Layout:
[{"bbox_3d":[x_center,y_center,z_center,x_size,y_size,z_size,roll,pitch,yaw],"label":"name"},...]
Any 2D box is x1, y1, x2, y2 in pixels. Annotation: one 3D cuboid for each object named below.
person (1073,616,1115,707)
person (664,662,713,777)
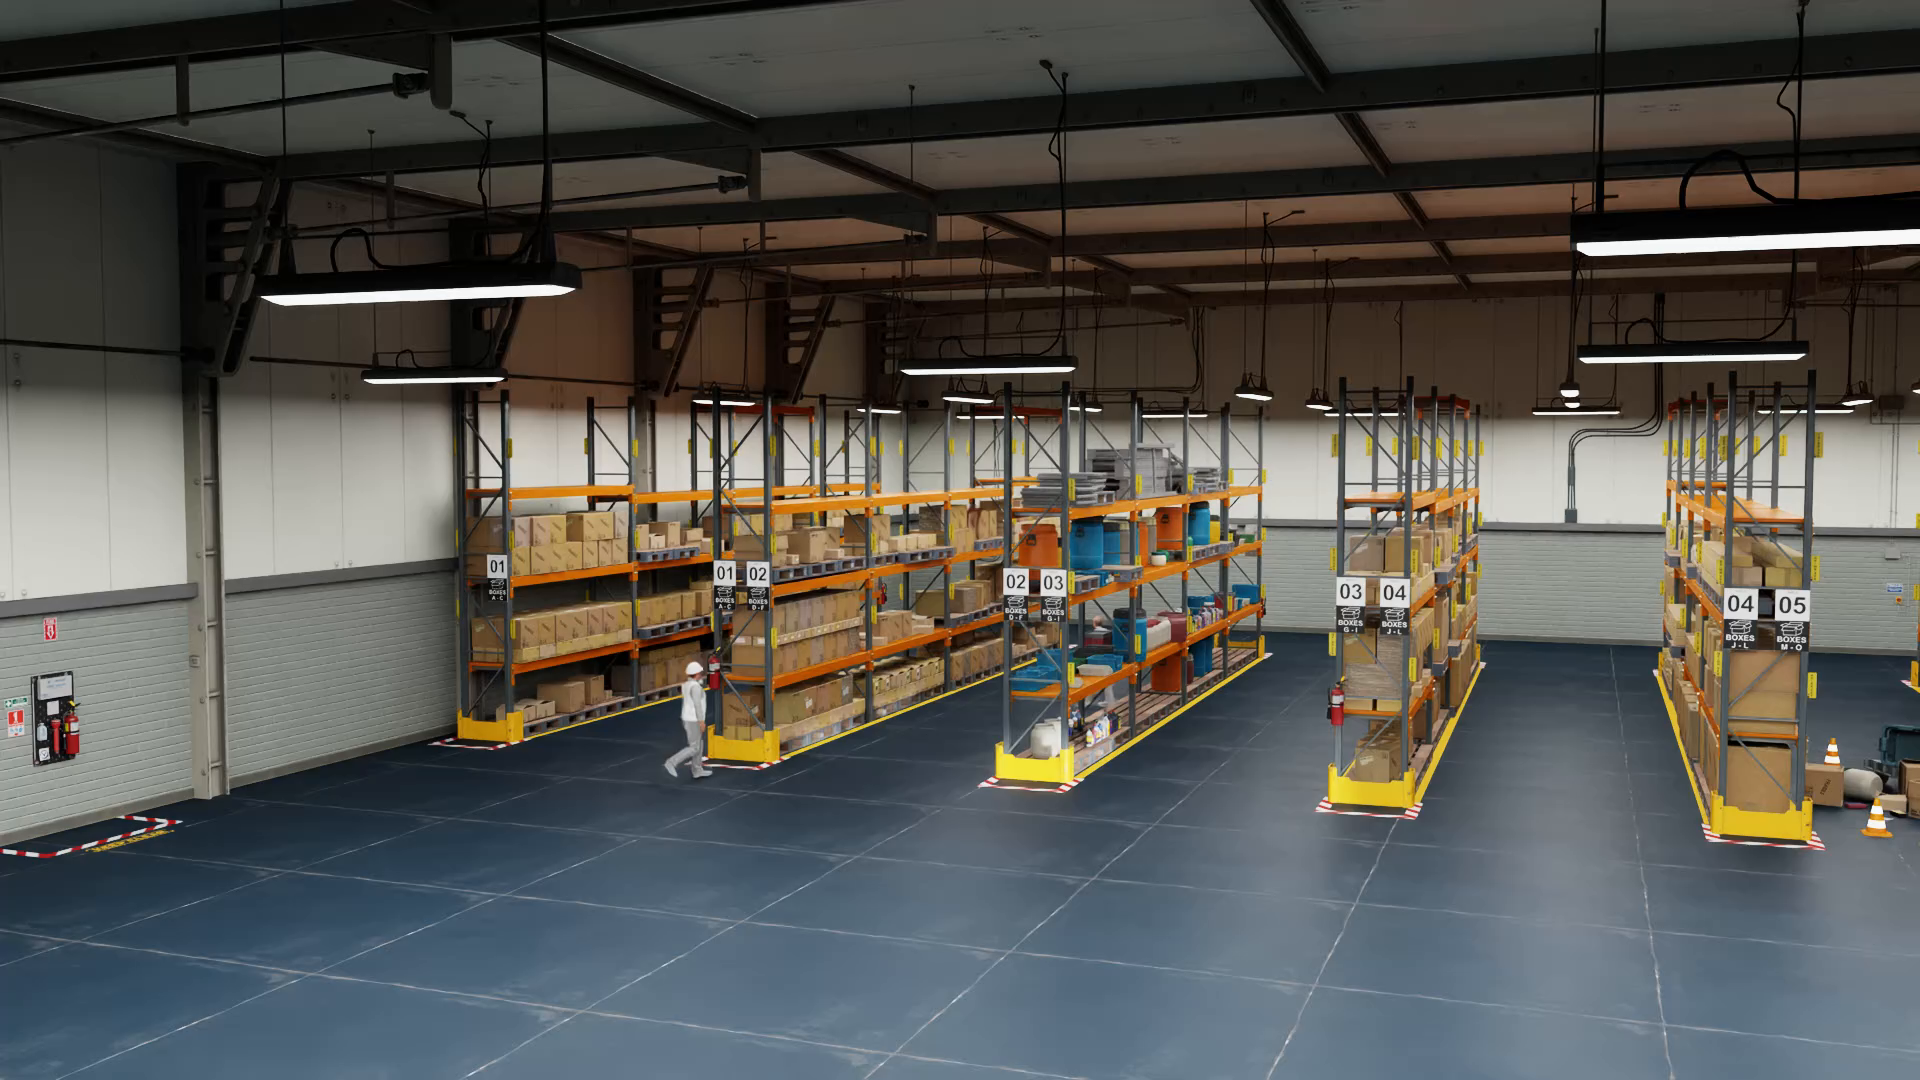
[{"bbox_3d":[2.676,2.351,32.219,0.589,1.780,0.851,-3,4,-39],"label":"person"},{"bbox_3d":[-4.103,2.727,25.089,0.771,1.768,0.551,-1,3,-18],"label":"person"}]
